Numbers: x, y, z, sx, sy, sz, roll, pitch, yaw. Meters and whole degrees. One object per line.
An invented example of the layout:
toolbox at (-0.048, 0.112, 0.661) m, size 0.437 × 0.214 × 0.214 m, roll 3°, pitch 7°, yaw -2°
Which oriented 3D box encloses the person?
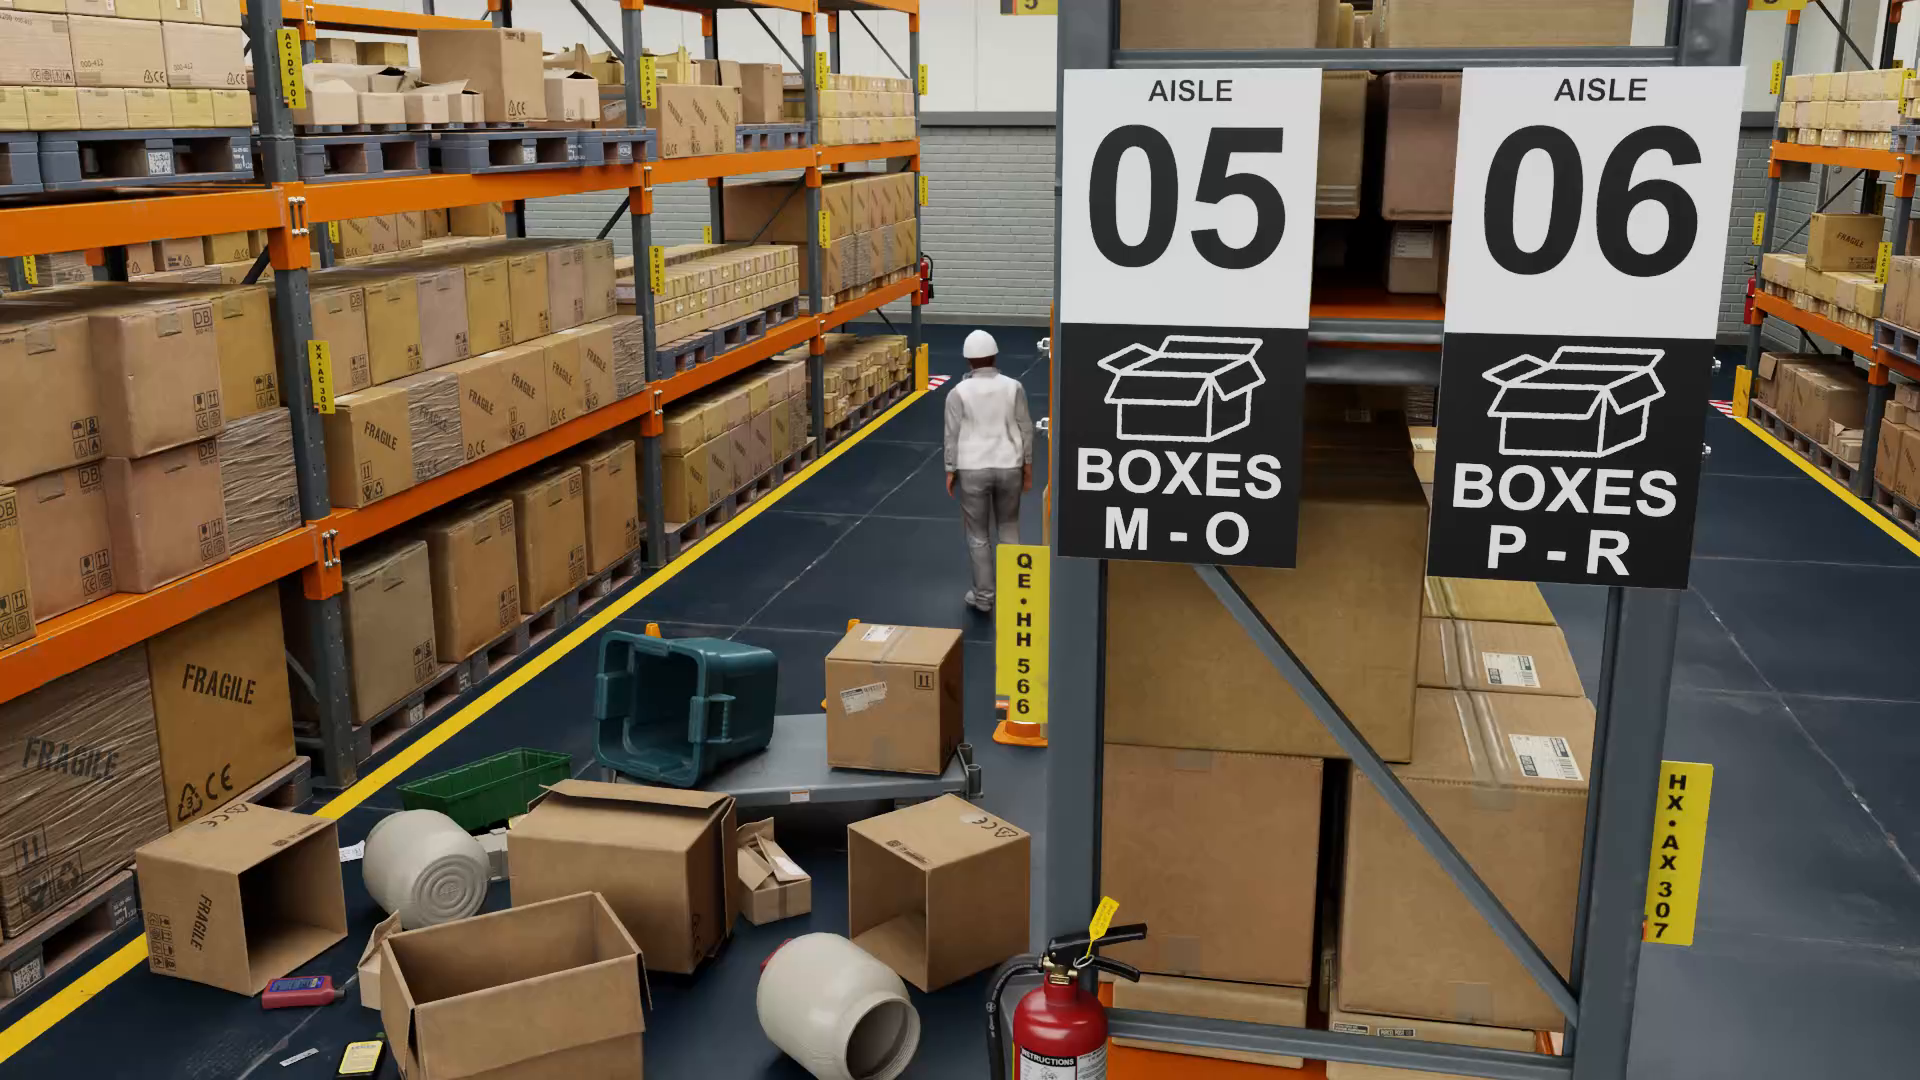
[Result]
person at (0.189, -0.439, 10.561) m, size 0.569 × 1.755 × 0.544 m, roll -4°, pitch 15°, yaw -16°
